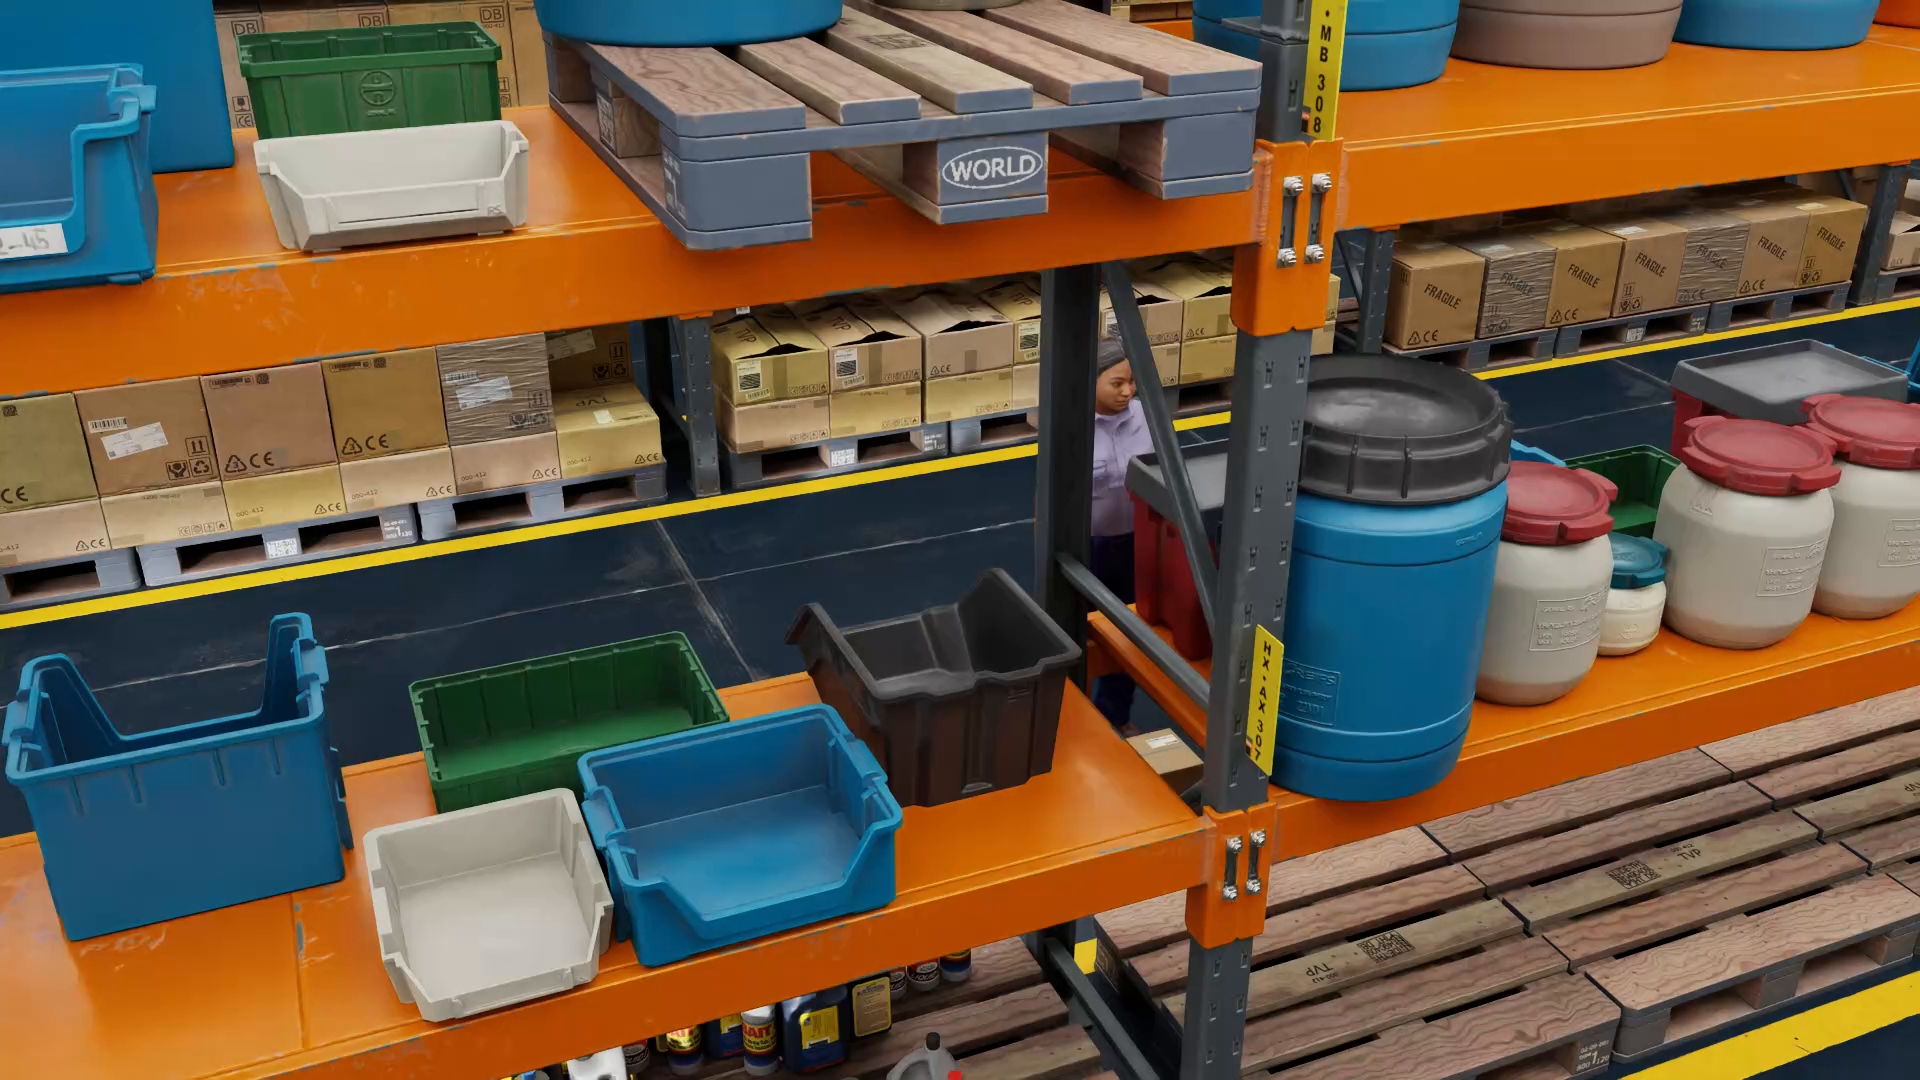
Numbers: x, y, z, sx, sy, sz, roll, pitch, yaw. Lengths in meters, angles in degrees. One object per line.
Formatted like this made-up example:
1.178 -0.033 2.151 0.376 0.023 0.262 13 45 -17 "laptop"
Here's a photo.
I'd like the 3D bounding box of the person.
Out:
0.525 0.053 6.034 0.469 1.642 0.342 -10 28 -19 "person"
